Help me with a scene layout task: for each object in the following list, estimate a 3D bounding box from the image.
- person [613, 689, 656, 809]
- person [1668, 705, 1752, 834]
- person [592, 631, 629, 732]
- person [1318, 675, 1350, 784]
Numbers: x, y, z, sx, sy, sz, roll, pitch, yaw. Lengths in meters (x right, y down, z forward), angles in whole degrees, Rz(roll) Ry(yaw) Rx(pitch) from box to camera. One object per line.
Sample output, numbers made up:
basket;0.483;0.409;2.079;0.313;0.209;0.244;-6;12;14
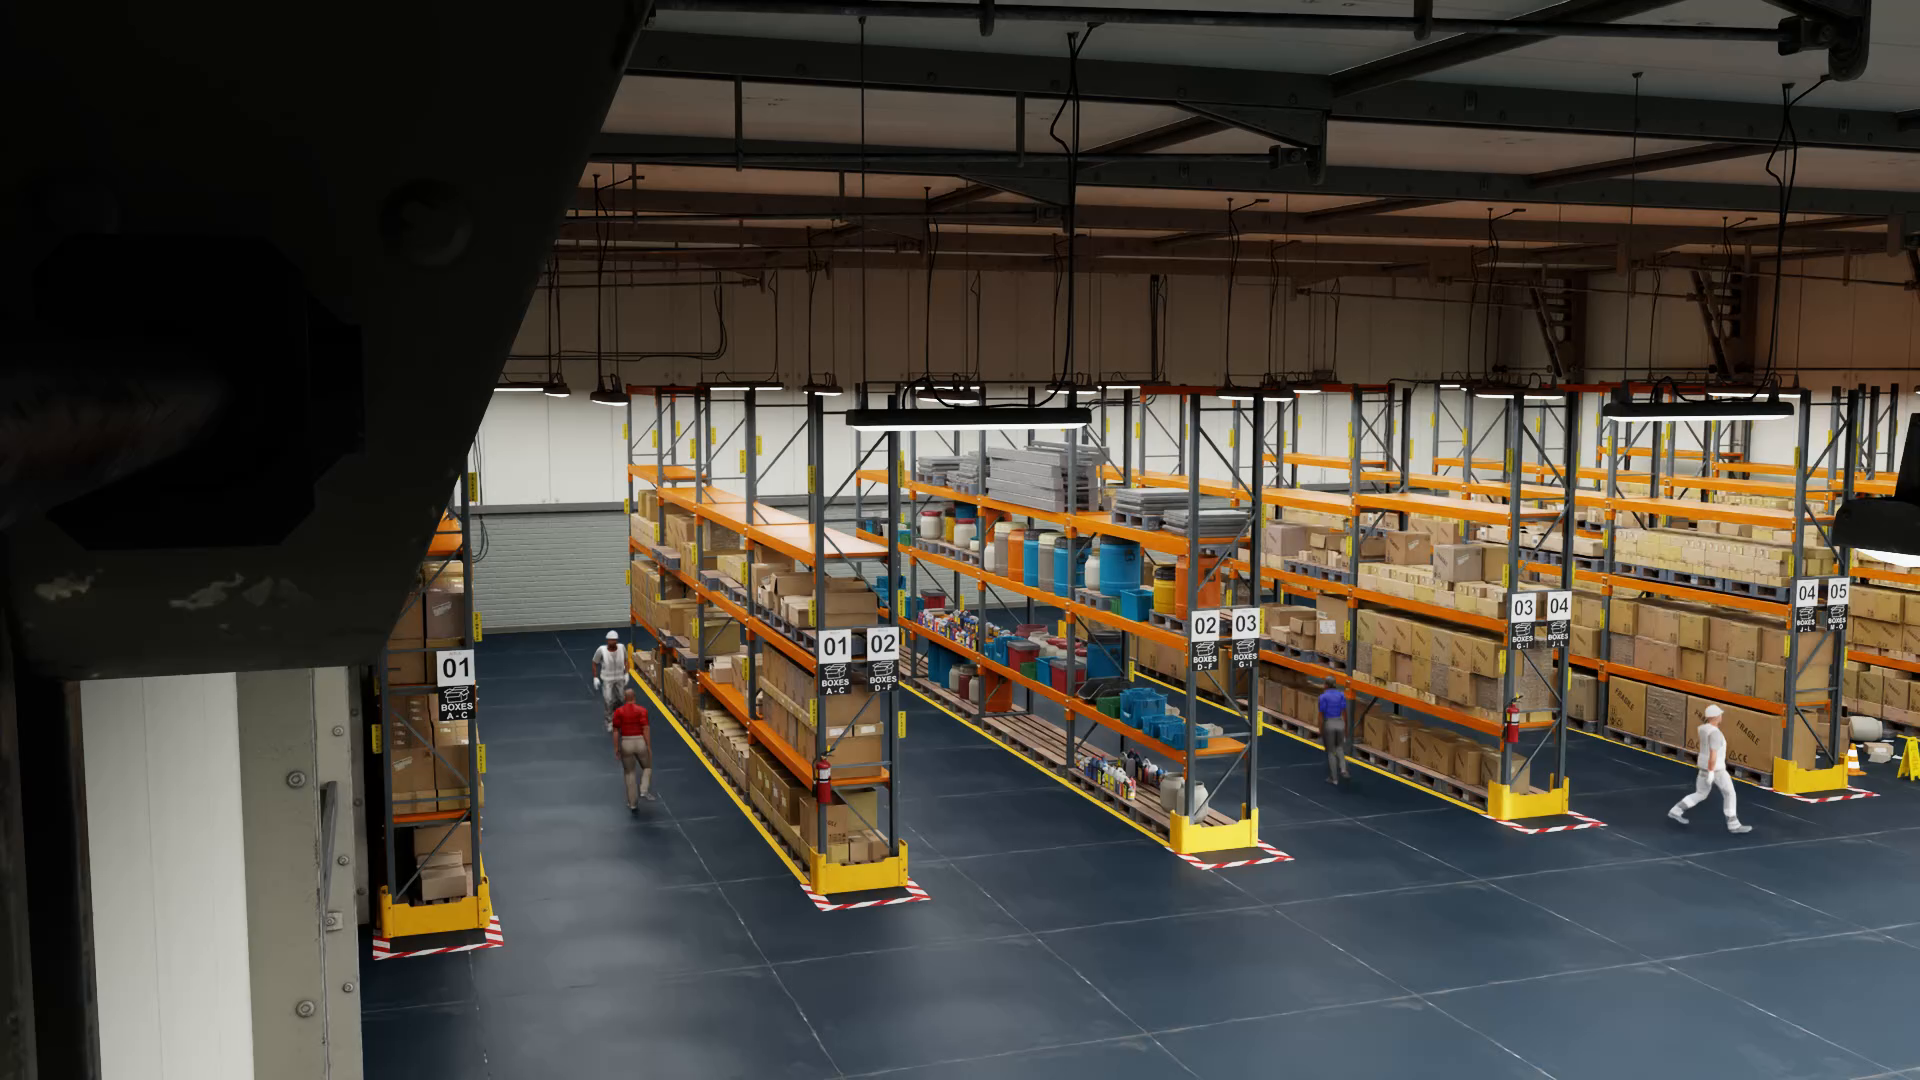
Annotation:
person;-4.692;3.001;23.937;0.598;1.715;0.493;-1;6;-9
person;10.282;3.123;22.753;1.027;1.748;0.518;0;6;-1
person;-6.154;2.445;29.248;0.647;1.760;0.689;-3;7;-30
person;5.704;2.893;25.390;0.495;1.632;0.453;-1;6;-11
